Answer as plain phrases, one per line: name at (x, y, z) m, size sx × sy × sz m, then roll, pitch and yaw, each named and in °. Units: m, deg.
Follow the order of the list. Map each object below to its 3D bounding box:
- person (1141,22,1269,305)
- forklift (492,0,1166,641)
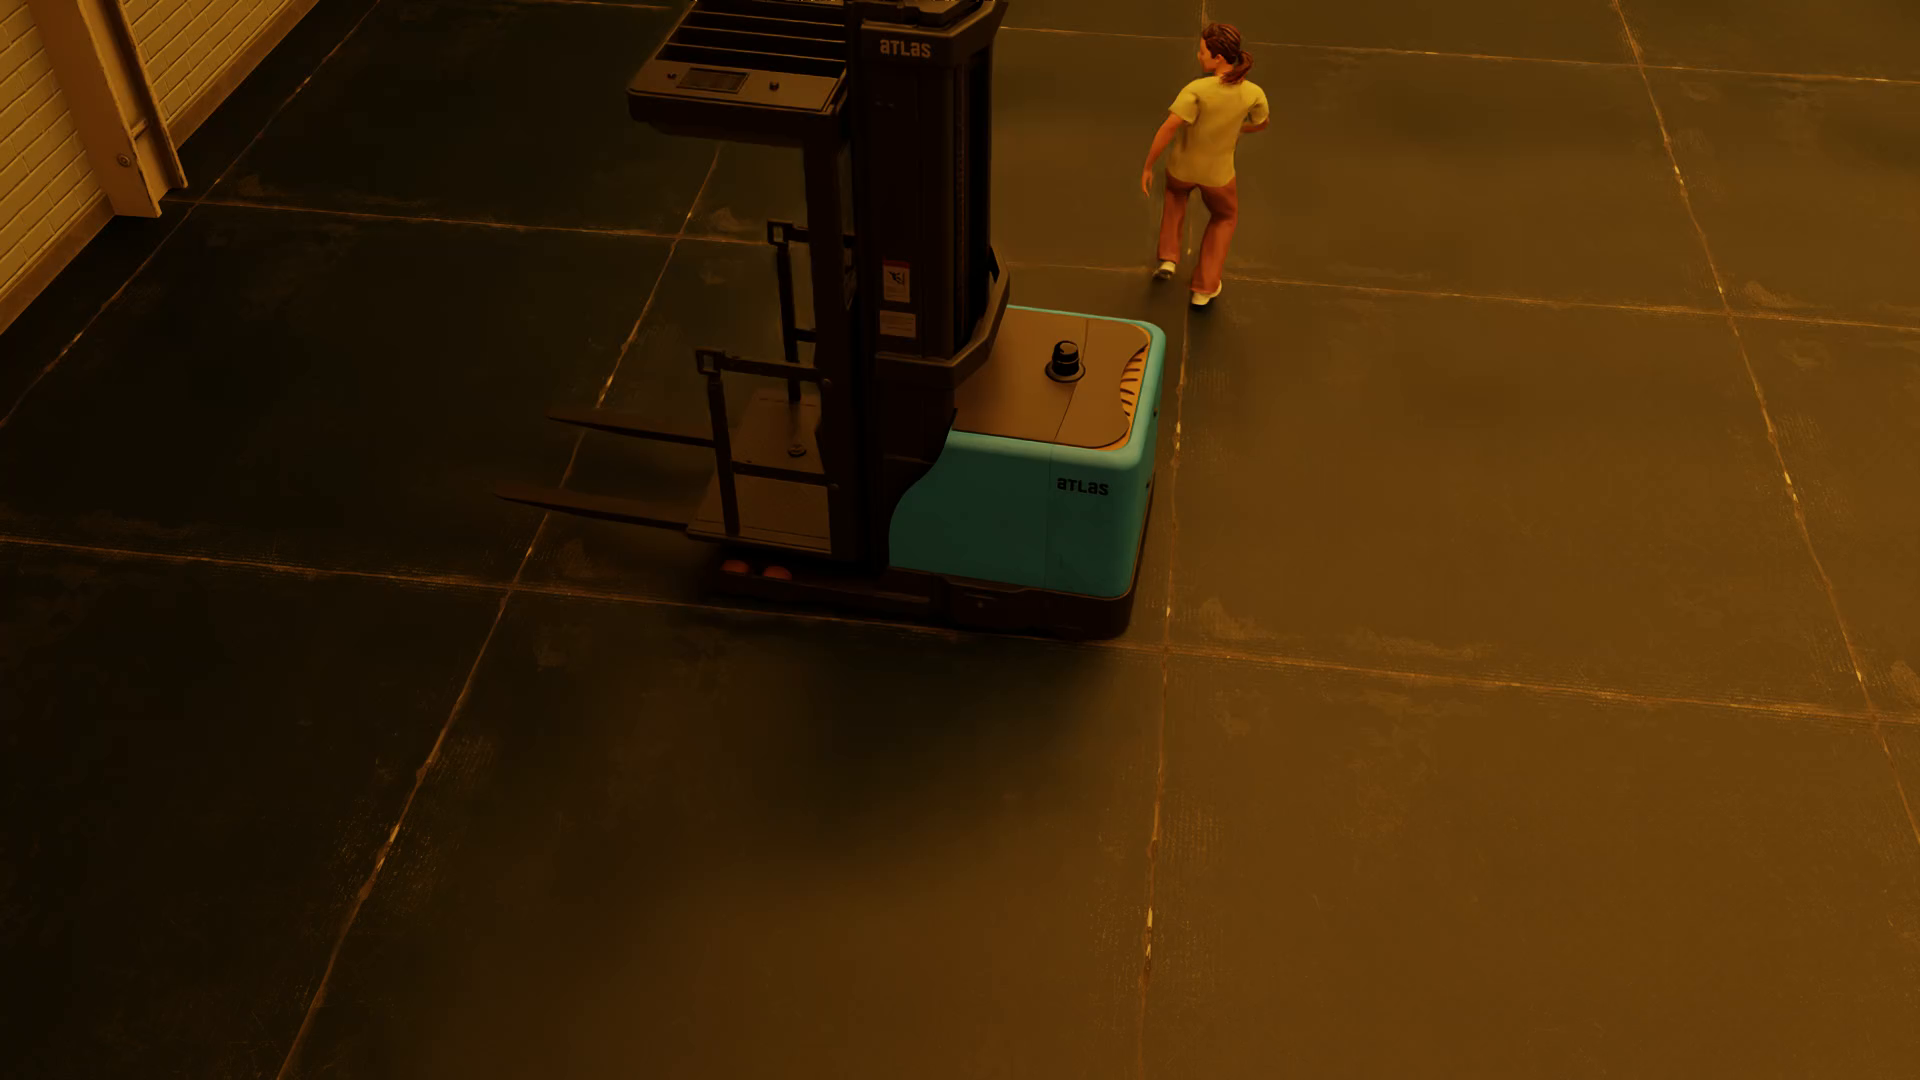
person at (1.297, -1.982, 8.881) m, size 0.632 × 1.617 × 0.664 m, roll 6°, pitch 43°, yaw 7°
forklift at (-0.647, -1.140, 6.966) m, size 3.031 × 2.935 × 1.130 m, roll 8°, pitch 43°, yaw 9°
